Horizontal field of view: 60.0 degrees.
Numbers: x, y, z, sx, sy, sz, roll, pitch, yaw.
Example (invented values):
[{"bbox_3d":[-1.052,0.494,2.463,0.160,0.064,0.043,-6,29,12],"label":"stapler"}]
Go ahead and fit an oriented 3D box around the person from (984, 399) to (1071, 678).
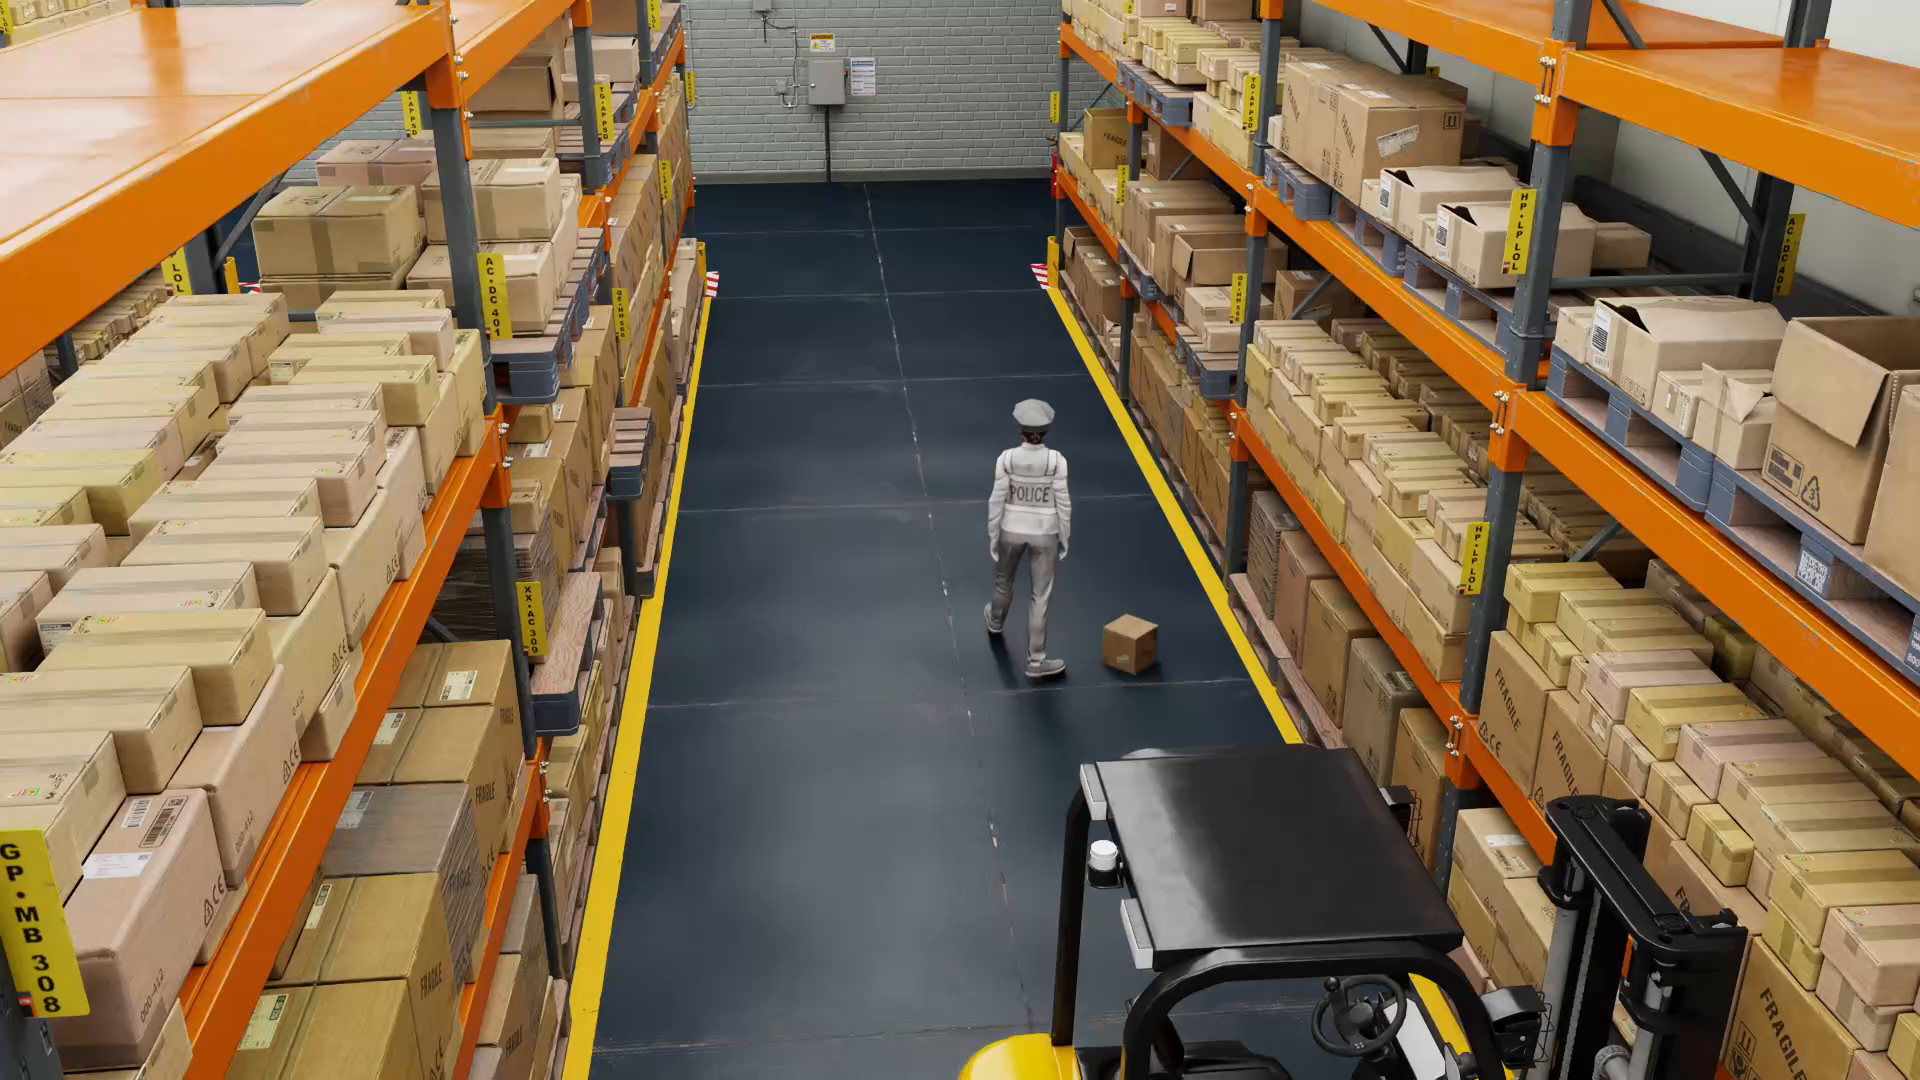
[{"bbox_3d":[0.392,-0.062,10.196,0.625,1.646,0.825,5,24,11],"label":"person"}]
